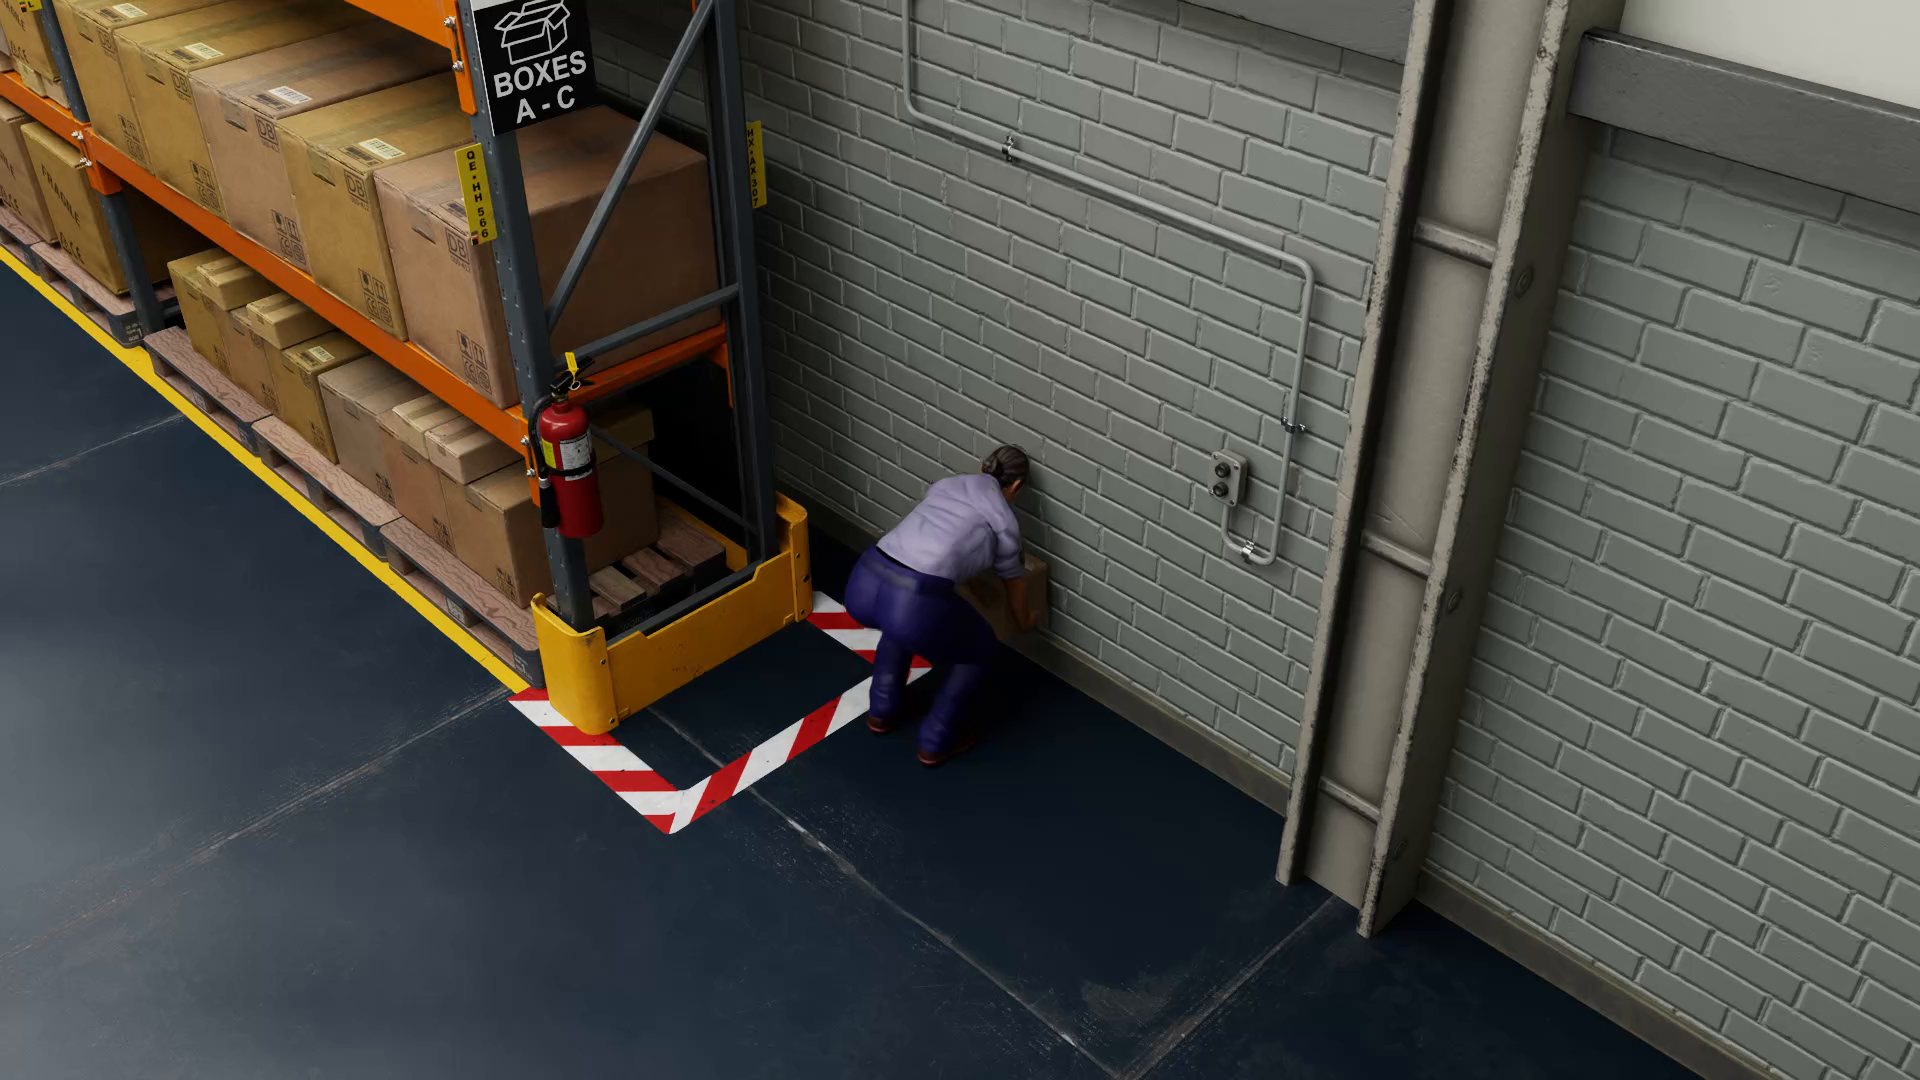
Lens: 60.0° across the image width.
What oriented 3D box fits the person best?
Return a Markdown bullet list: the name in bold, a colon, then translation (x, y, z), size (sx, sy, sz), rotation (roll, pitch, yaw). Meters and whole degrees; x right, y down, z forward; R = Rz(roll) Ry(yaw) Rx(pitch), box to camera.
- **person**: translation (-0.039, 0.248, 6.317), size (0.508, 1.065, 0.888), rotation (26, 43, 31)
